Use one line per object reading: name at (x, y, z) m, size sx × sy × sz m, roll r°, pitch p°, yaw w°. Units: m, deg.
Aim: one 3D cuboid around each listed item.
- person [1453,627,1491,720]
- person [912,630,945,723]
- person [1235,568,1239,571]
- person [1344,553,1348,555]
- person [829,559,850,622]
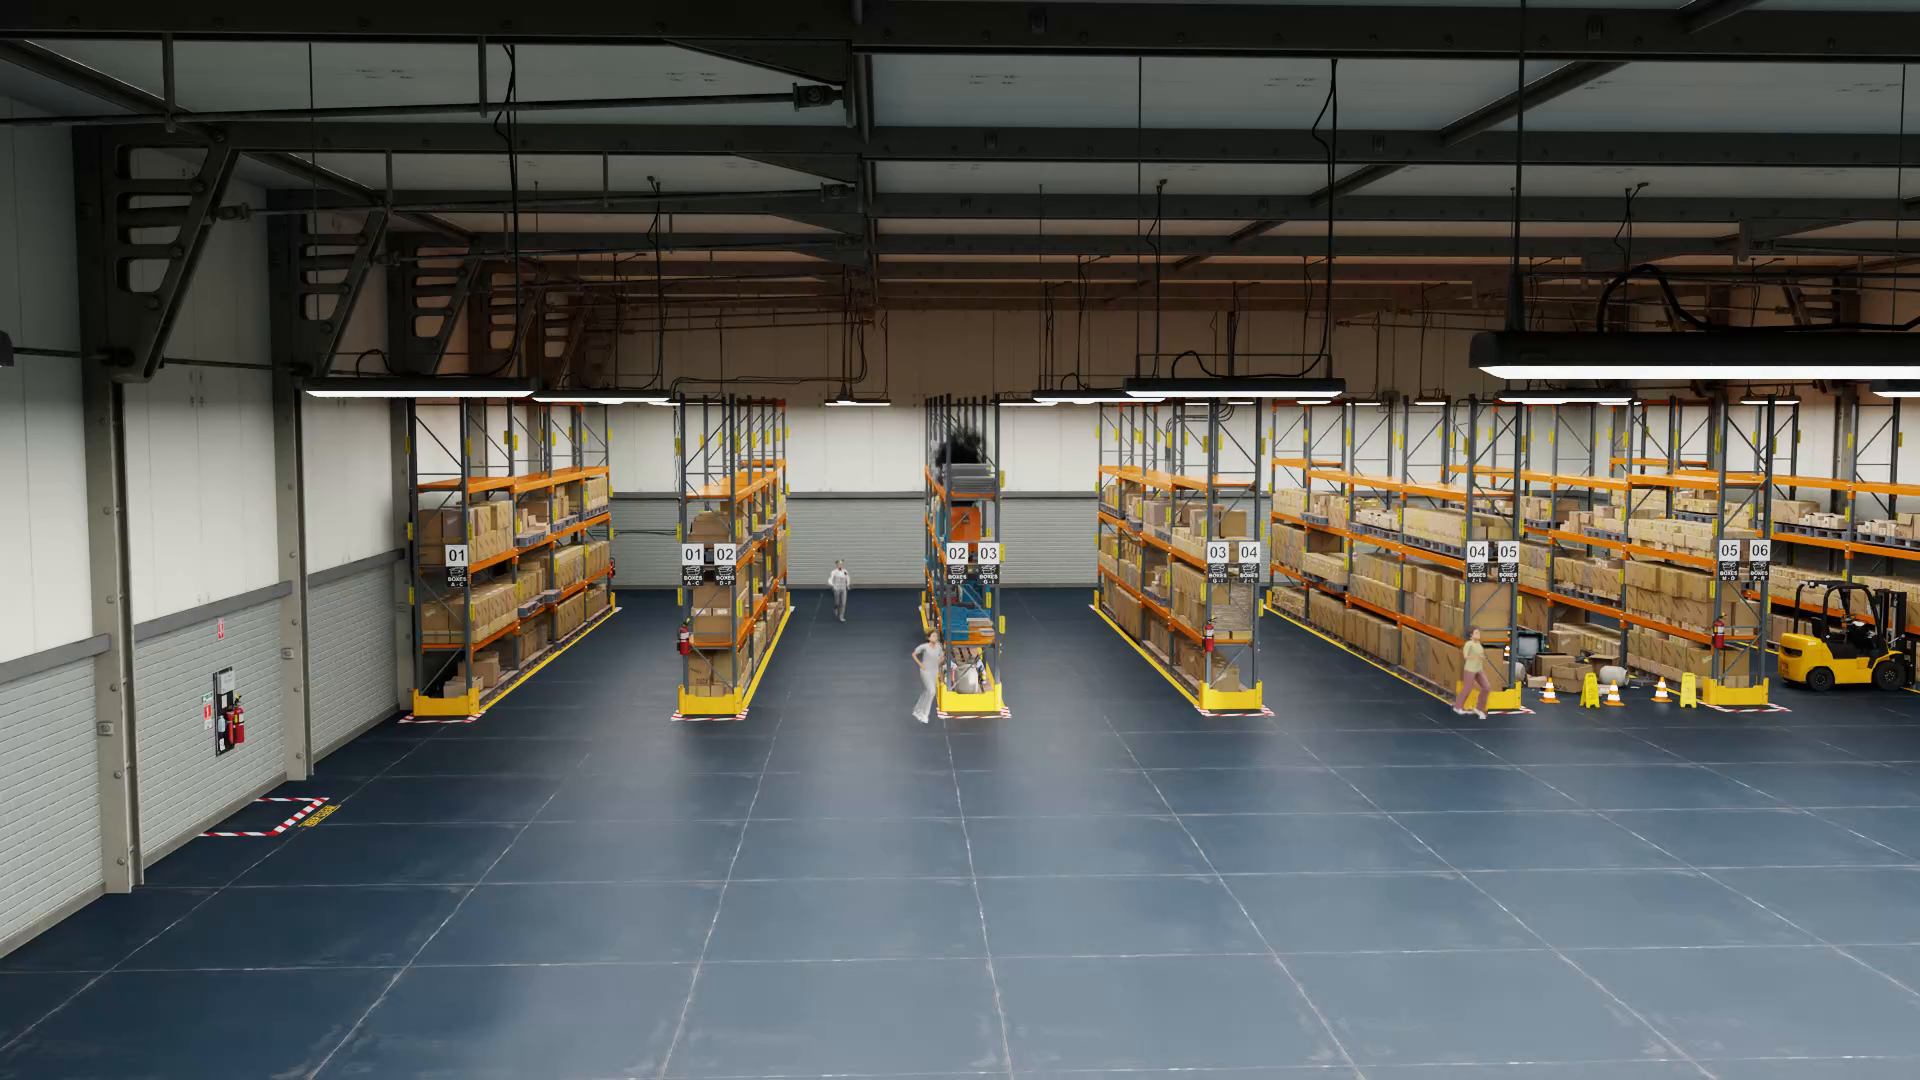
person at (9.474, 2.467, 30.762) m, size 0.563 × 1.740 × 0.686 m, roll -3°, pitch 5°, yaw -34°
person at (-0.559, 2.493, 30.595) m, size 0.568 × 1.700 × 0.619 m, roll -4°, pitch 6°, yaw -41°
person at (7.707, 1.321, 45.334) m, size 0.585 × 1.694 × 0.744 m, roll 1°, pitch 5°, yaw 6°
person at (11.217, 0.969, 49.197) m, size 0.695 × 1.771 × 0.685 m, roll 0°, pitch 5°, yaw -5°
person at (-3.243, 1.350, 44.935) m, size 0.621 × 1.683 × 0.797 m, roll -1°, pitch 5°, yaw -17°
